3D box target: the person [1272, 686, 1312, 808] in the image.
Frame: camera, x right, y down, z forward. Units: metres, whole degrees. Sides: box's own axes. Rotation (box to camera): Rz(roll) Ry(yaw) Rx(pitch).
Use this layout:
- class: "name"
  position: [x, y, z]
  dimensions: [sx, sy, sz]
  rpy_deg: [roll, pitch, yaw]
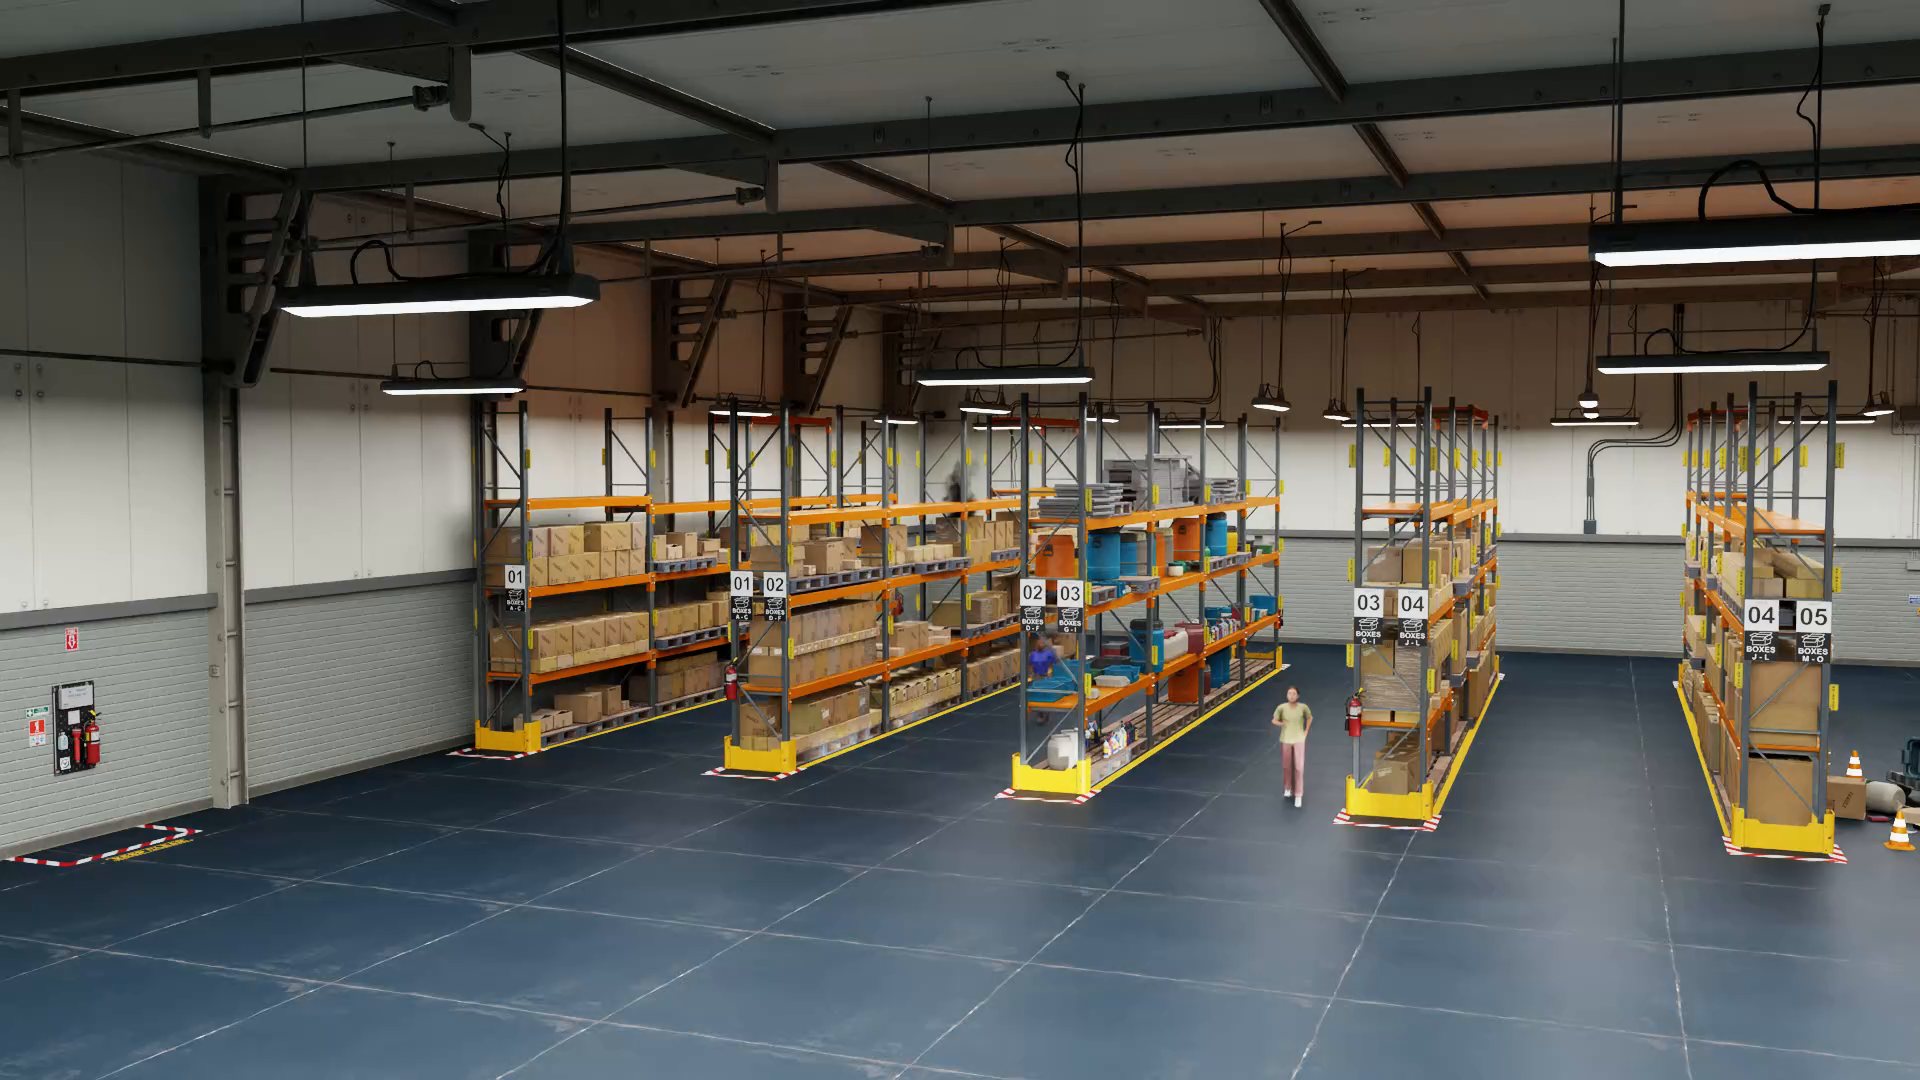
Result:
- class: "person"
  position: [4.827, 2.987, 24.219]
  dimensions: [0.573, 1.739, 0.727]
  rpy_deg: [1, 3, 15]

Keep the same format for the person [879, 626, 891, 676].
- class: "person"
  position: [-1.546, 2.441, 35.242]
  dimensions: [0.665, 1.710, 0.821]
  rpy_deg: [1, 3, 17]

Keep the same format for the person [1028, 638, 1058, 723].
- class: "person"
  position: [1.520, 2.661, 31.330]
  dimensions: [0.563, 1.604, 0.563]
  rpy_deg: [1, 3, 14]
